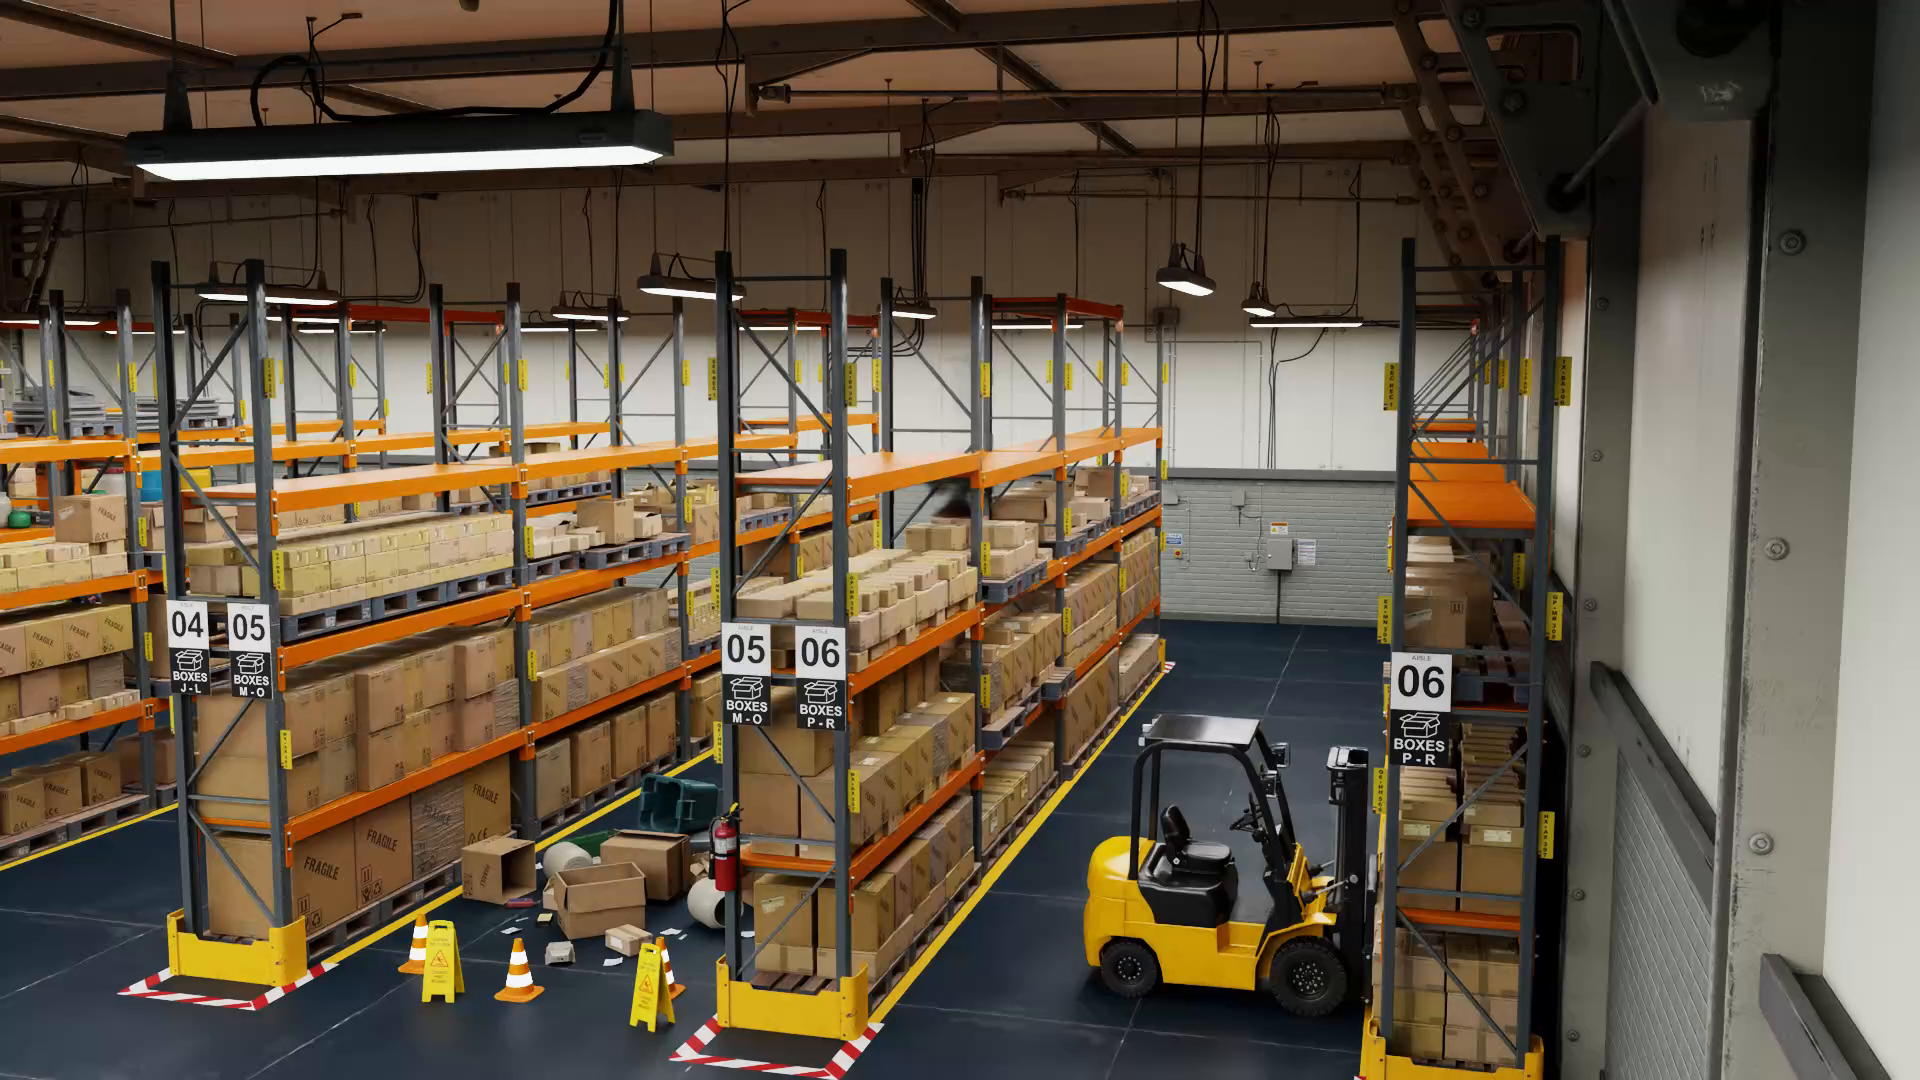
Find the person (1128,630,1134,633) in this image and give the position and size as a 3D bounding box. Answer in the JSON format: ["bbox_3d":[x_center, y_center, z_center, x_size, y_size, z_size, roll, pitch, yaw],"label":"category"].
[{"bbox_3d":[2.832,1.197,29.341,0.822,1.752,0.646,3,7,28],"label":"person"}]
